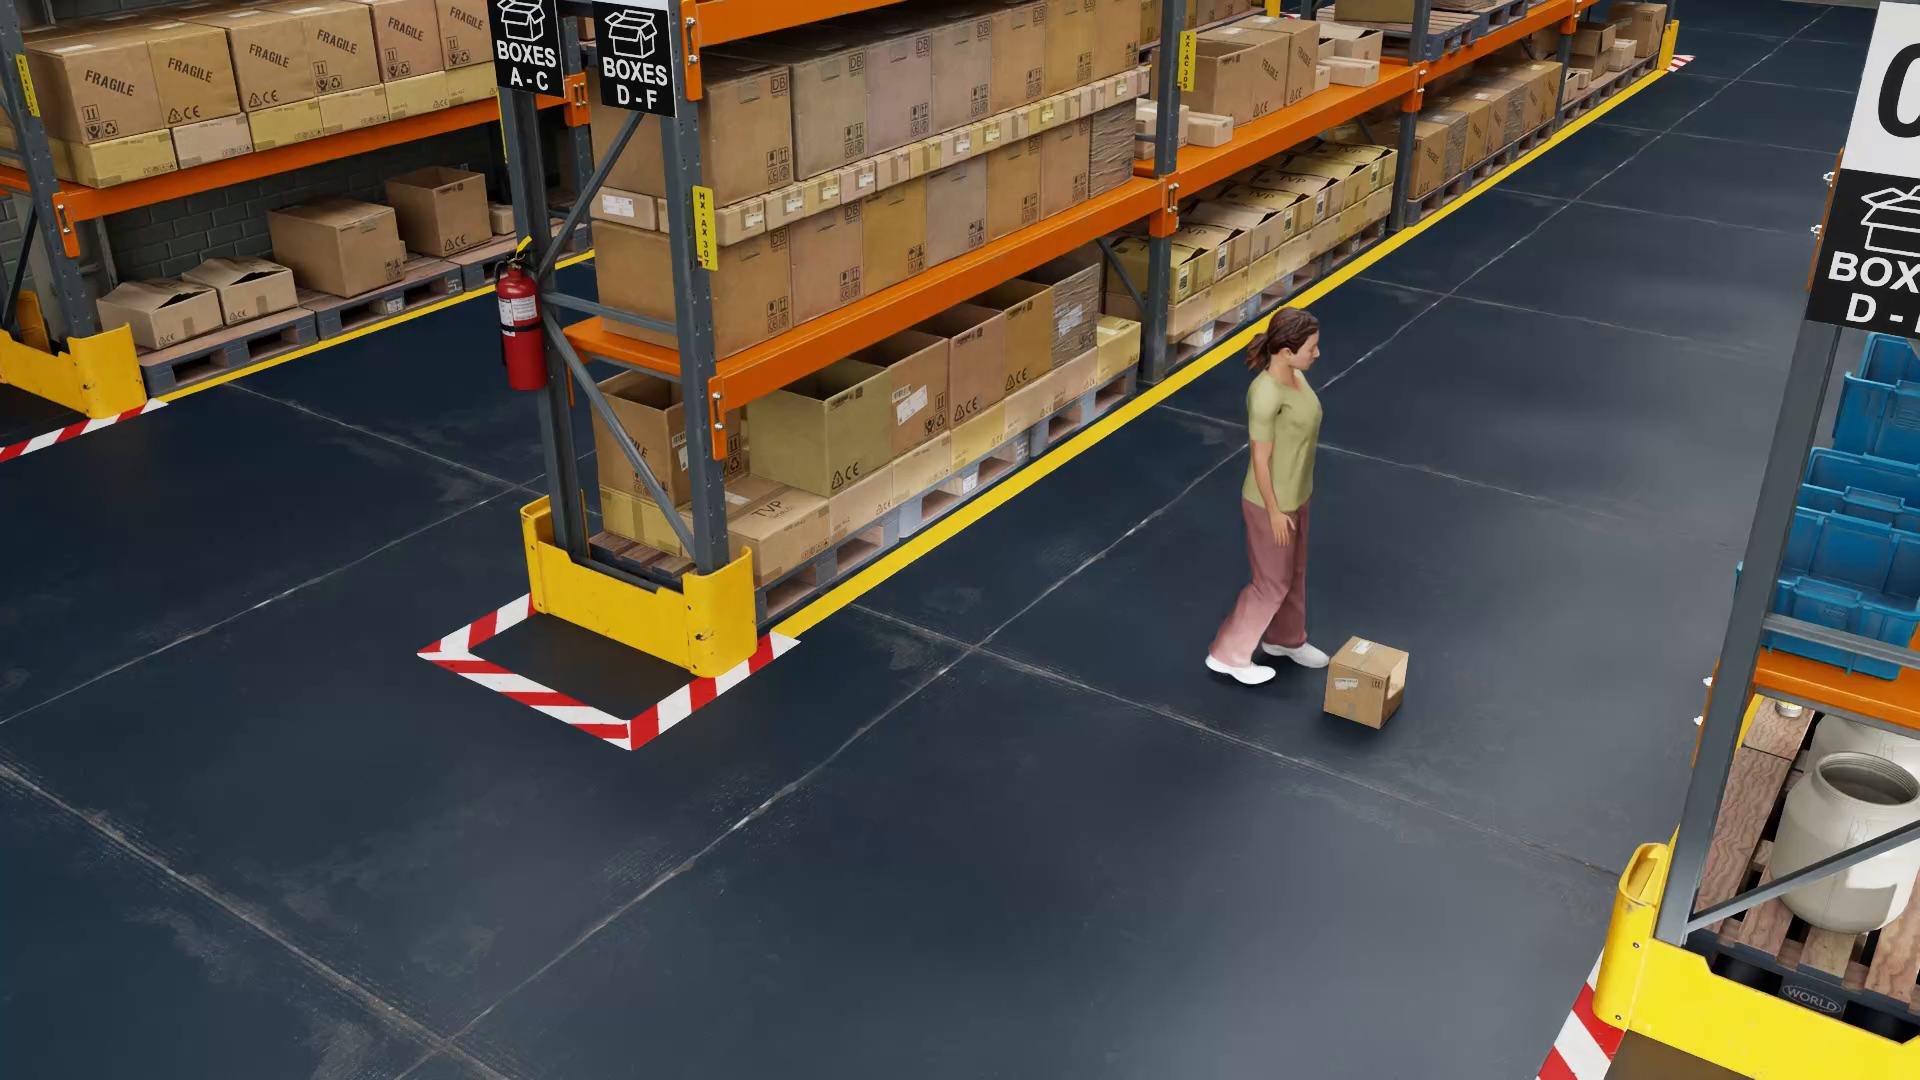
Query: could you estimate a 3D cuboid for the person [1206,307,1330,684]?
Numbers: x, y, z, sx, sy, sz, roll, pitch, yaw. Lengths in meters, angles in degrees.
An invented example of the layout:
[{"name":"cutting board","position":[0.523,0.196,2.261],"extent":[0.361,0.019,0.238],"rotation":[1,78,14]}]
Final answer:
[{"name":"person","position":[1.342,-0.154,6.936],"extent":[0.470,1.664,0.474],"rotation":[13,30,24]}]
